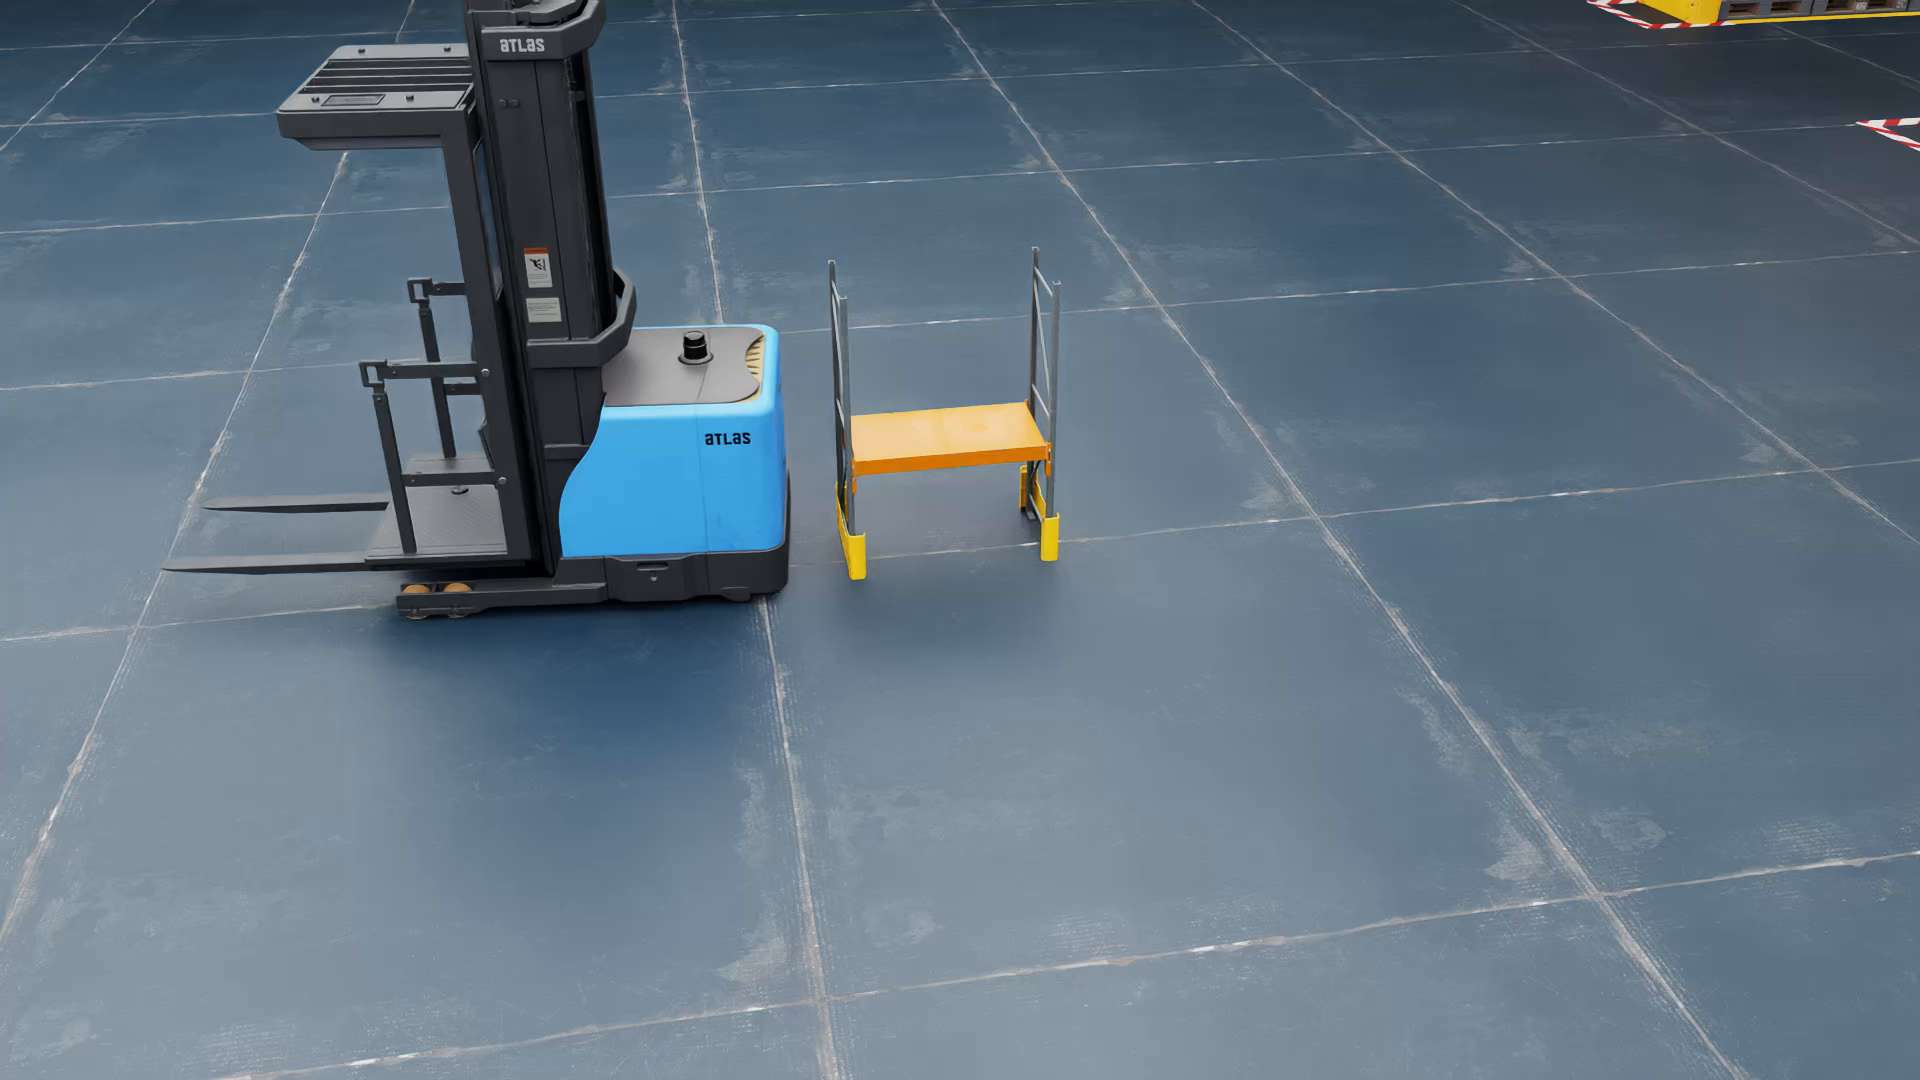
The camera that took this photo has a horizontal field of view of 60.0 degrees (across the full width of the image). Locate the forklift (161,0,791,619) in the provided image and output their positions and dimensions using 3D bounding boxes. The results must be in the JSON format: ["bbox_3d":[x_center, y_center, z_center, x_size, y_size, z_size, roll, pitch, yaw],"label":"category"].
[{"bbox_3d":[-2.396,-1.156,7.824,3.031,2.935,1.130,-2,31,-3],"label":"forklift"}]

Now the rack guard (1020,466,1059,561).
[{"bbox_3d":[0.415,-0.146,8.752,0.087,0.250,0.587,-5,31,-9],"label":"rack guard"}]

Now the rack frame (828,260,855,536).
[{"bbox_3d":[-0.584,-0.592,8.278,0.032,1.500,0.500,-5,31,-9],"label":"rack frame"}]

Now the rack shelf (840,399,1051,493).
[{"bbox_3d":[-0.084,-0.484,8.448,1.000,0.185,0.538,-5,31,-9],"label":"rack shelf"}]

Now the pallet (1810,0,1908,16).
[{"bbox_3d":[10.169,-6.343,19.328,1.213,0.211,1.003,-5,31,-9],"label":"pallet"}]

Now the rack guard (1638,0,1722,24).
[{"bbox_3d":[8.204,-6.264,18.910,0.348,0.500,1.175,-5,31,-9],"label":"rack guard"}]

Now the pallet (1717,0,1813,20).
[{"bbox_3d":[8.972,-6.233,19.142,1.213,0.211,1.003,-5,31,-9],"label":"pallet"}]

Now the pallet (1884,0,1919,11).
[{"bbox_3d":[11.372,-6.456,19.521,1.213,0.211,1.003,-5,31,-9],"label":"pallet"}]

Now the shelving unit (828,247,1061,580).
[{"bbox_3d":[-0.075,-0.640,8.358,1.083,1.500,0.587,-5,31,-9],"label":"shelving unit"}]

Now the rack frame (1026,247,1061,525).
[{"bbox_3d":[0.416,-0.685,8.436,0.032,1.500,0.500,-5,31,-9],"label":"rack frame"}]

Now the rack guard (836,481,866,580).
[{"bbox_3d":[-0.565,-0.055,8.597,0.087,0.250,0.587,-5,31,-9],"label":"rack guard"}]
